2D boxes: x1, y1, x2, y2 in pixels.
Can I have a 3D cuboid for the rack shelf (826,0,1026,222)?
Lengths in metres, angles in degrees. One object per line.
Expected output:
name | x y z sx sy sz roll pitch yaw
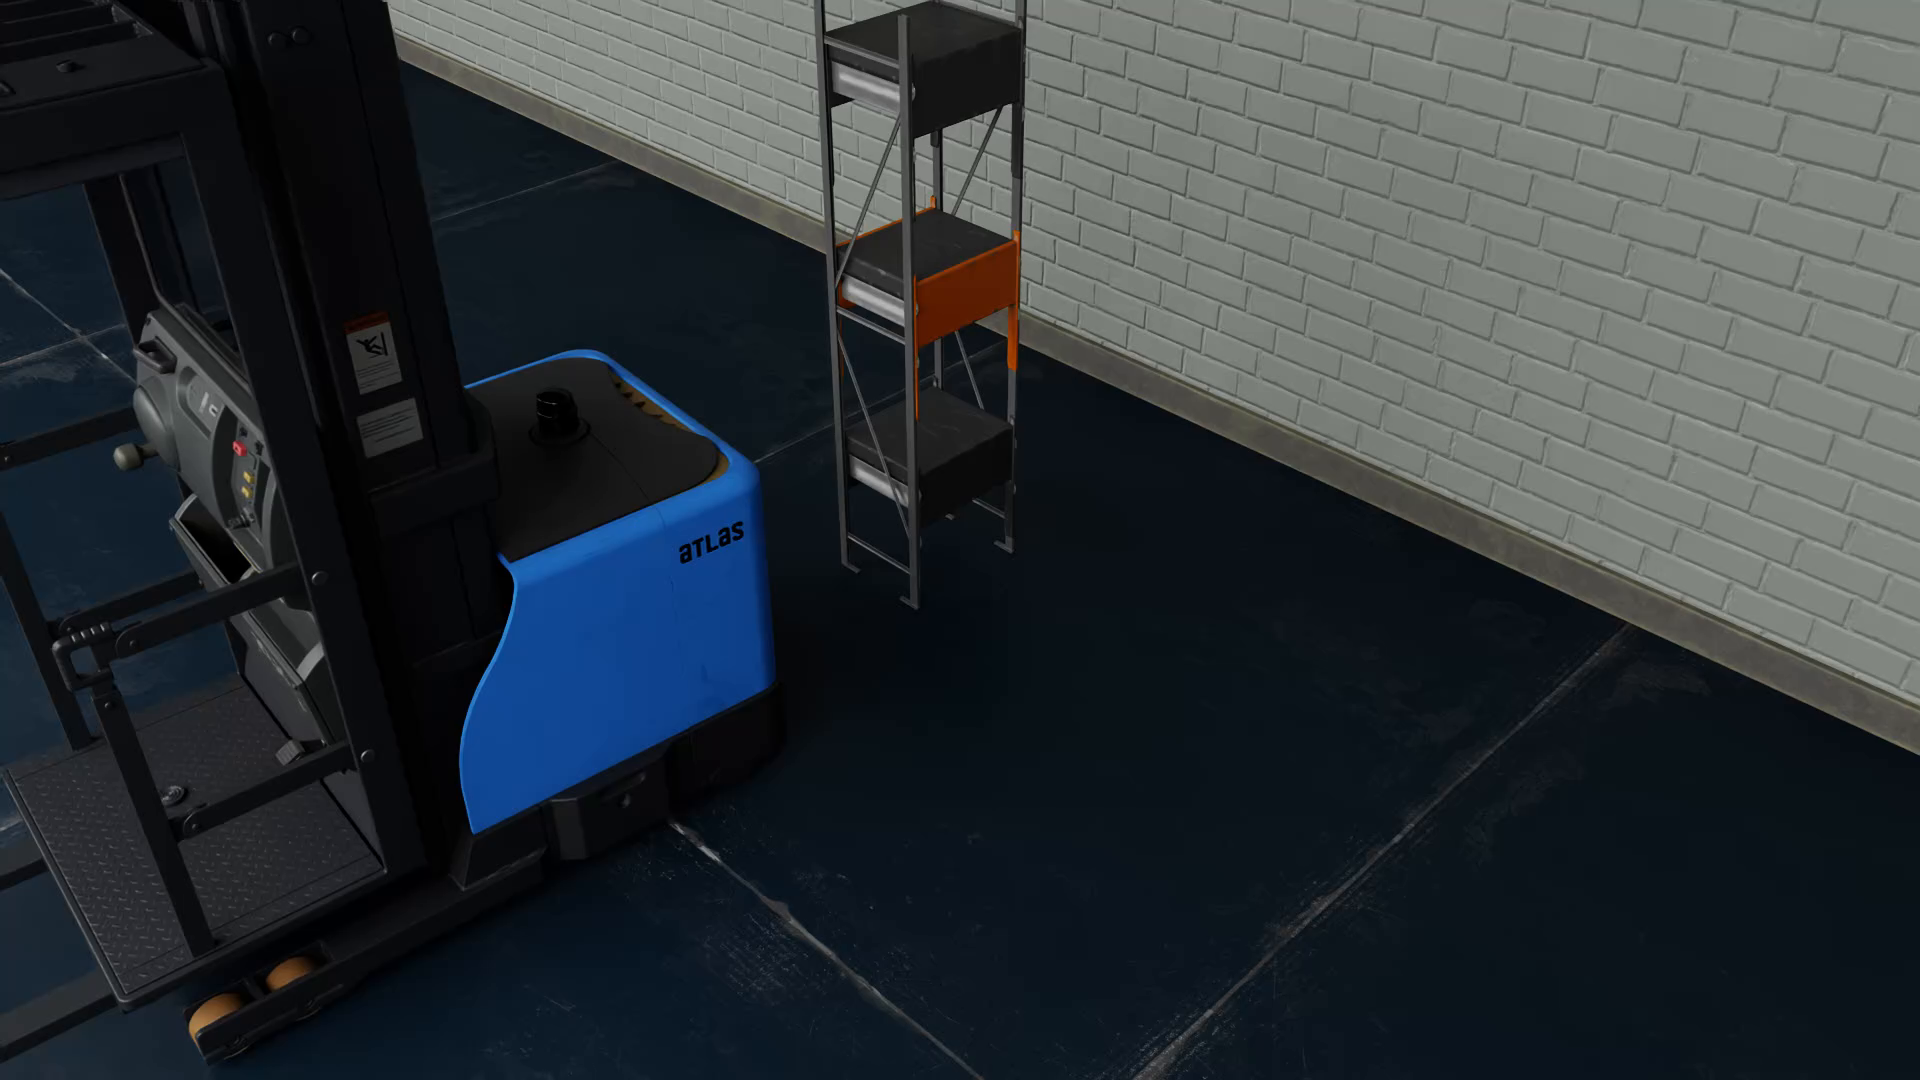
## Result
rack shelf | -0.117 -1.357 5.160 0.431 0.518 0.480 30 45 35

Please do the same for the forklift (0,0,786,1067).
forklift | -2.005 -0.199 3.973 3.031 2.935 1.130 -25 42 -32

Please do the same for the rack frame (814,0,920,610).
rack frame | -0.289 -0.695 5.411 0.400 2.100 0.015 30 45 35

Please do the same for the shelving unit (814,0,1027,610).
shelving unit | -0.117 -0.794 5.553 0.431 2.100 0.503 30 45 35

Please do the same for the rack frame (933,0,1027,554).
rack frame | 0.055 -0.893 5.695 0.400 2.100 0.015 30 45 35

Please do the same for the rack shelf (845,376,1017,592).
rack shelf | -0.117 -0.209 5.961 0.431 0.518 0.480 30 45 35

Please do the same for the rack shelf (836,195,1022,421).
rack shelf | -0.117 -0.783 5.561 0.431 0.518 0.480 30 45 35
